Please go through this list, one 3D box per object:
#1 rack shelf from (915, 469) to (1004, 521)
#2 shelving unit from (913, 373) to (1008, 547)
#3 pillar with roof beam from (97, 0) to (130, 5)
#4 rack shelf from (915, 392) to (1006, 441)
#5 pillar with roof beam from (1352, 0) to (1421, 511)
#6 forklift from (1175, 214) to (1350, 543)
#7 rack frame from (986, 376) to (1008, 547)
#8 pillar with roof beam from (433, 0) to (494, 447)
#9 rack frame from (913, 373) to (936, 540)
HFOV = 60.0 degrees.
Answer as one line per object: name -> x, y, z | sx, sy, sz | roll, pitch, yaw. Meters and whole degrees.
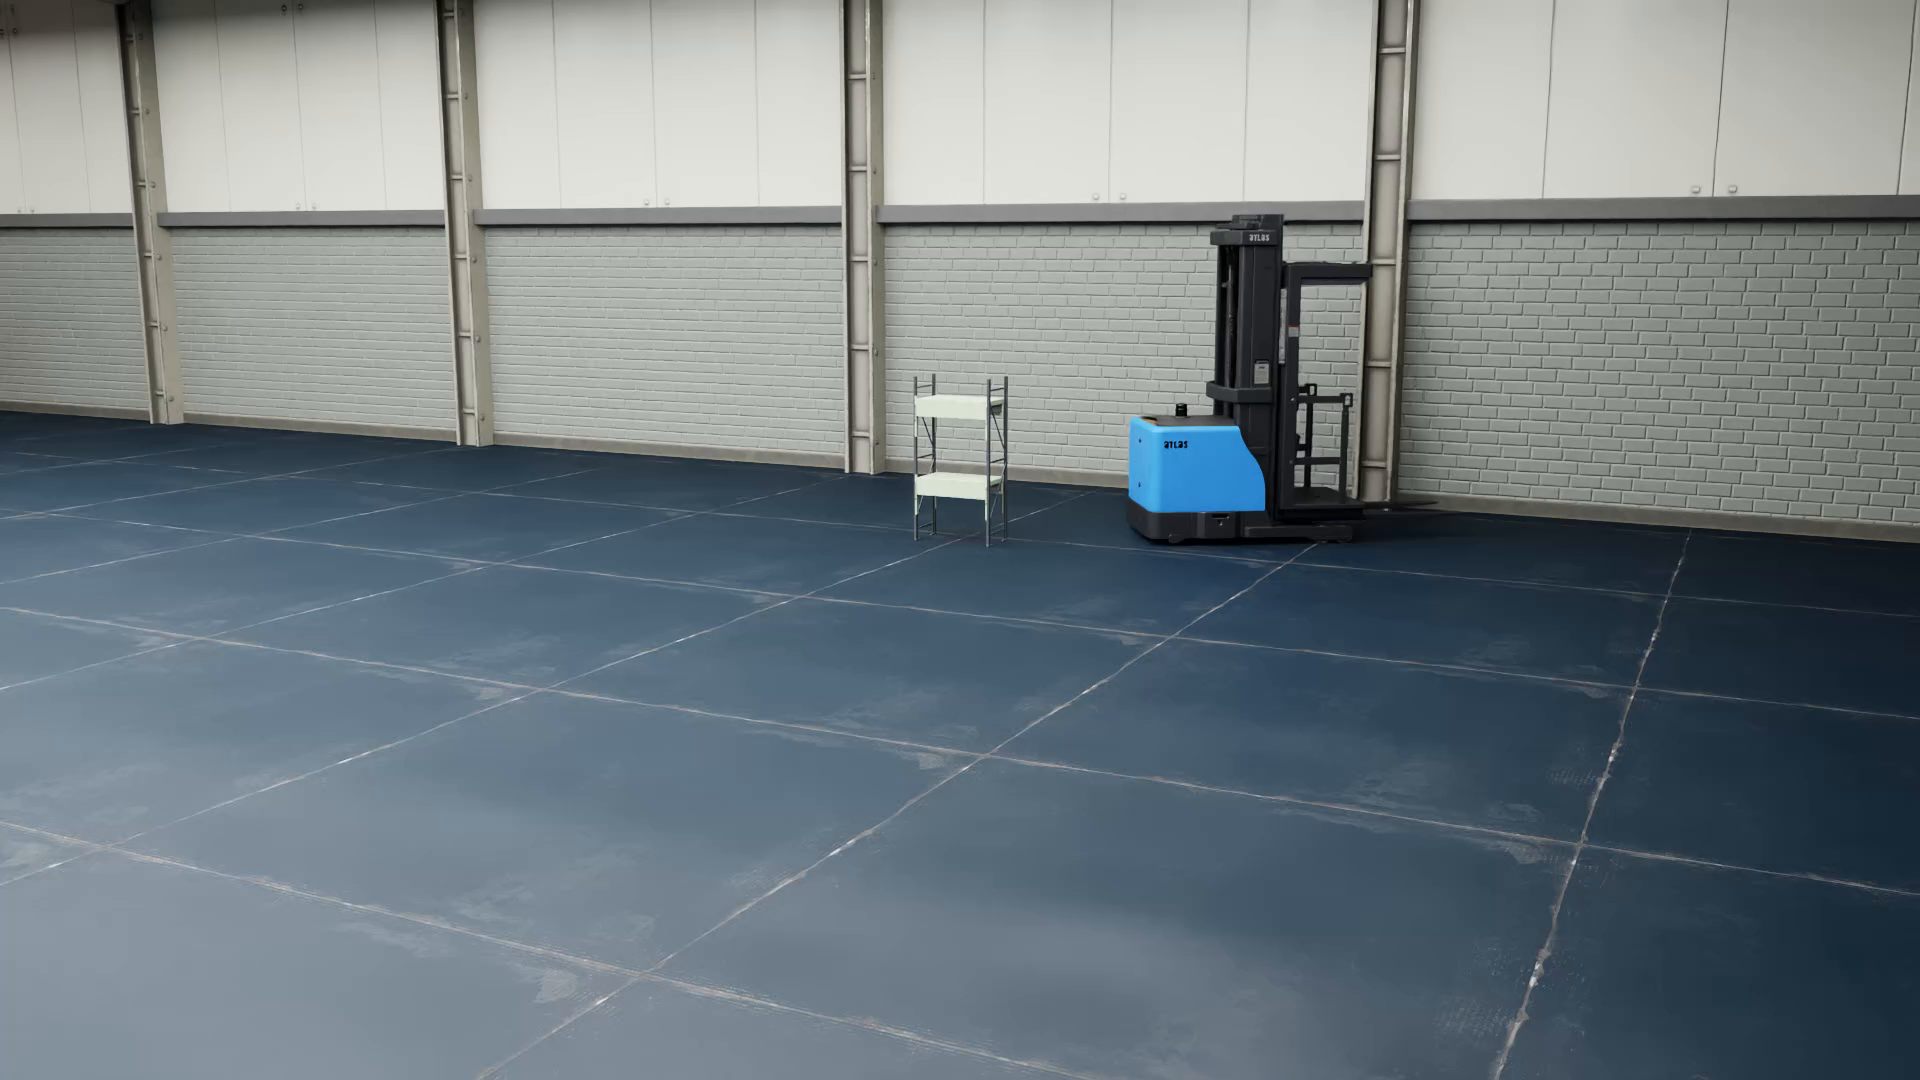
rack shelf -> 0.006, -0.417, 15.172 | 0.720, 0.370, 0.431 | 5, 11, 26
shelving unit -> 0.006, -0.737, 15.114 | 0.755, 1.500, 0.431 | 5, 11, 26
pillar with roof beam -> -13.871, -8.424, 19.645 | 0.548, 2.987, 8.718 | 5, 11, 26
rack shelf -> 0.006, -1.122, 15.044 | 0.720, 0.370, 0.431 | 5, 11, 26
pillar with roof beam -> 2.356, -4.077, 12.512 | 0.400, 9.000, 9.100 | 5, 11, 26
forklift -> 3.139, -1.500, 15.310 | 3.031, 2.935, 1.121 | -1, 10, -7
rack frame -> 0.334, -0.709, 14.954 | 0.023, 1.500, 0.400 | 5, 11, 26
pillar with roof beam -> -8.406, -5.023, 17.736 | 0.400, 9.000, 9.100 | 5, 11, 26
rack frame -> -0.322, -0.766, 15.273 | 0.023, 1.500, 0.400 | 5, 11, 26
